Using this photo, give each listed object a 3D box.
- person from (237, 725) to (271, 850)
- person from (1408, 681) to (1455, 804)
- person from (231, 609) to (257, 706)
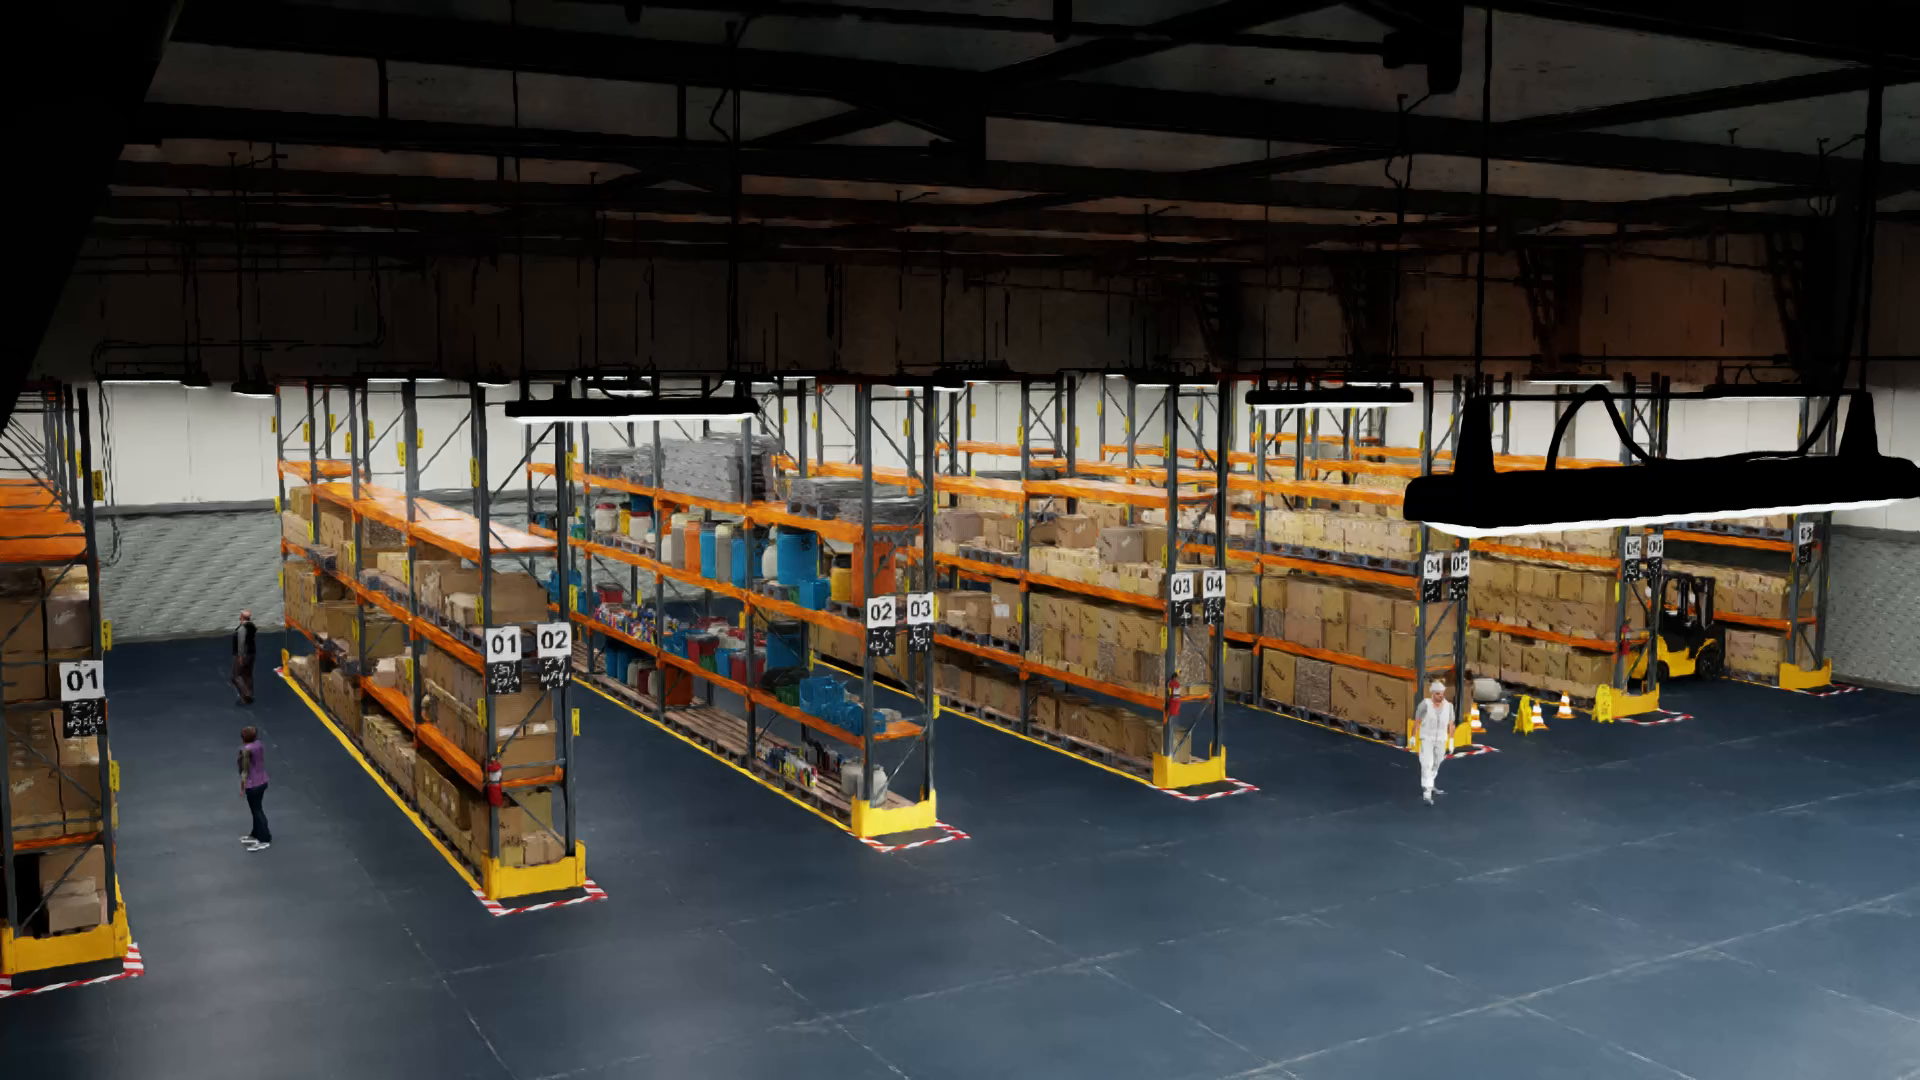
[{"bbox_3d":[-9.150,3.176,21.501,0.497,1.594,0.515,0,6,2],"label":"person"},{"bbox_3d":[6.764,2.867,23.723,0.612,1.743,0.929,-1,6,-5],"label":"person"},{"bbox_3d":[-13.146,2.144,30.481,0.418,1.720,0.653,1,6,5],"label":"person"}]
